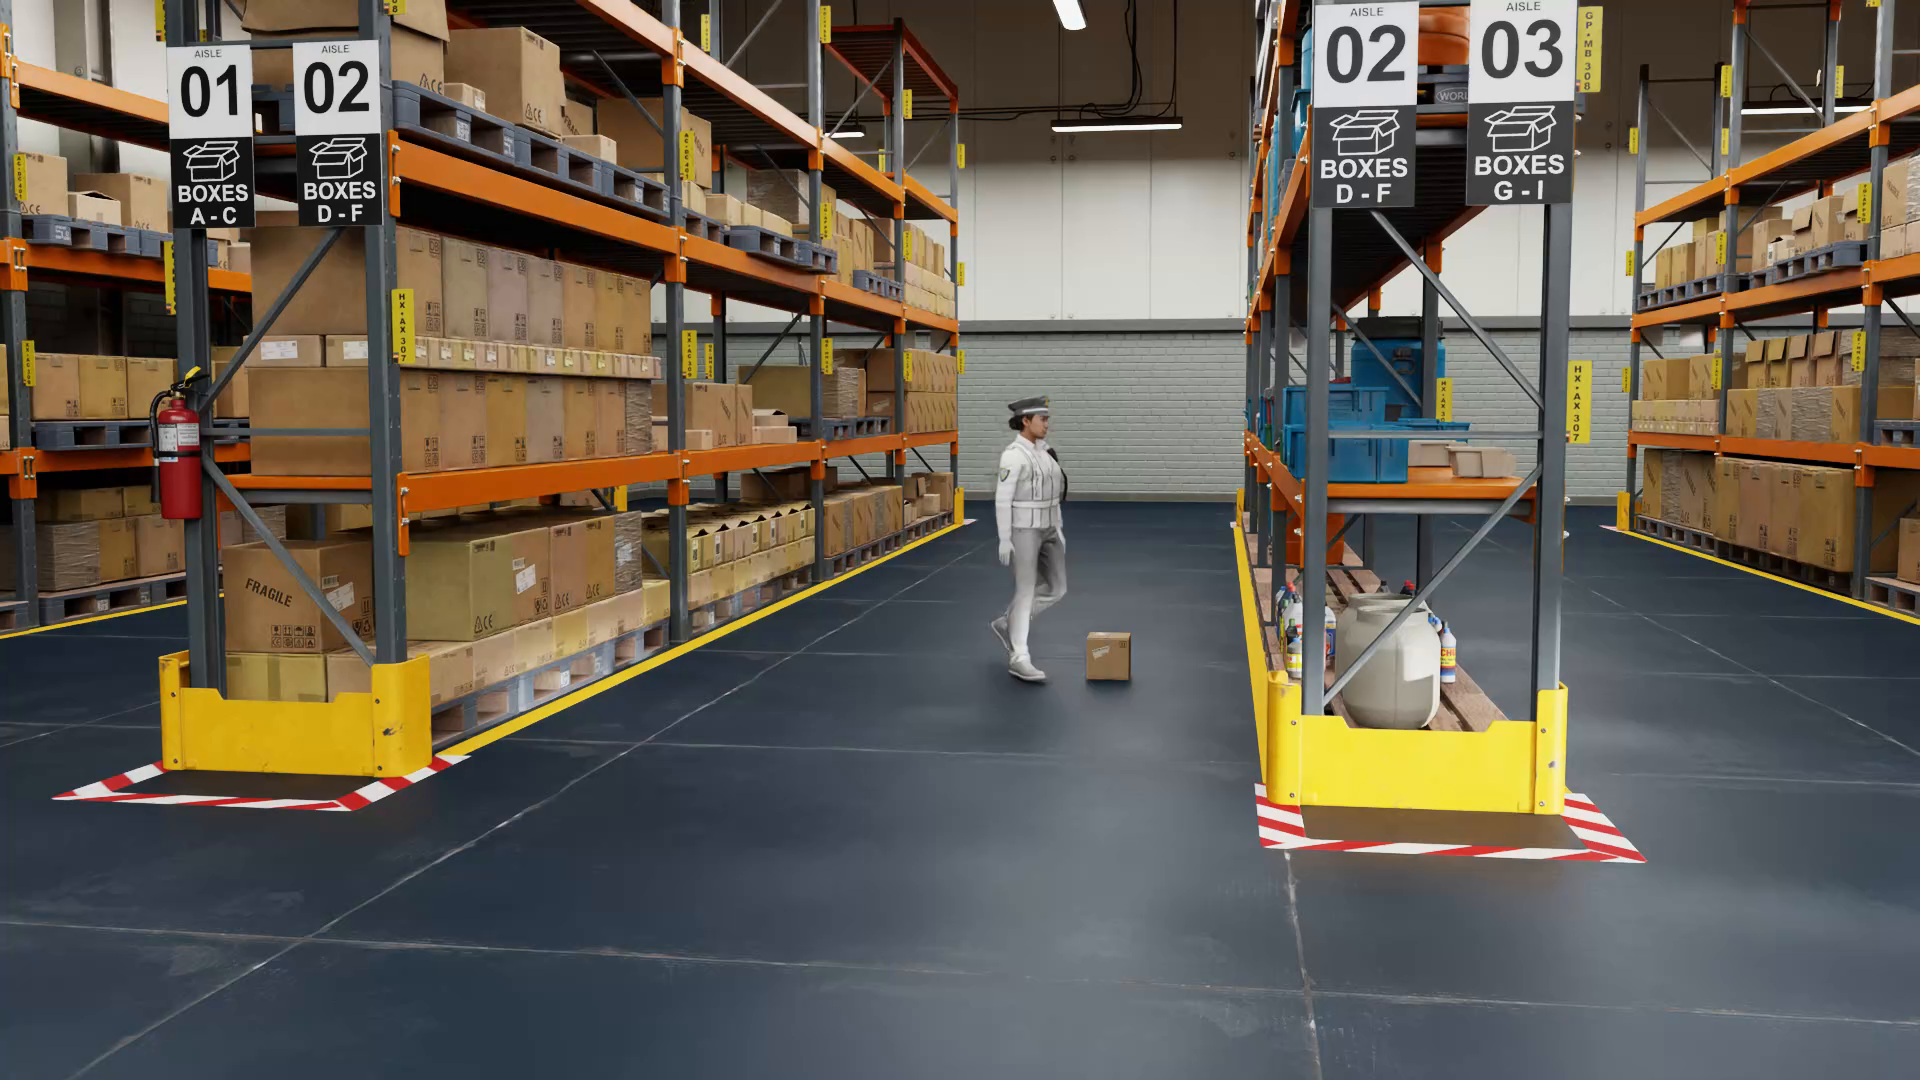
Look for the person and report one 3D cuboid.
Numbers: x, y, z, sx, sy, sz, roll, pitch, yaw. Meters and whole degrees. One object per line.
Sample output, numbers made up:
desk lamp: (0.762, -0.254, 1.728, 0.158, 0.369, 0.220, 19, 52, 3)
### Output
person: (0.385, -0.034, 10.032, 0.560, 1.670, 0.581, 3, 5, 31)
